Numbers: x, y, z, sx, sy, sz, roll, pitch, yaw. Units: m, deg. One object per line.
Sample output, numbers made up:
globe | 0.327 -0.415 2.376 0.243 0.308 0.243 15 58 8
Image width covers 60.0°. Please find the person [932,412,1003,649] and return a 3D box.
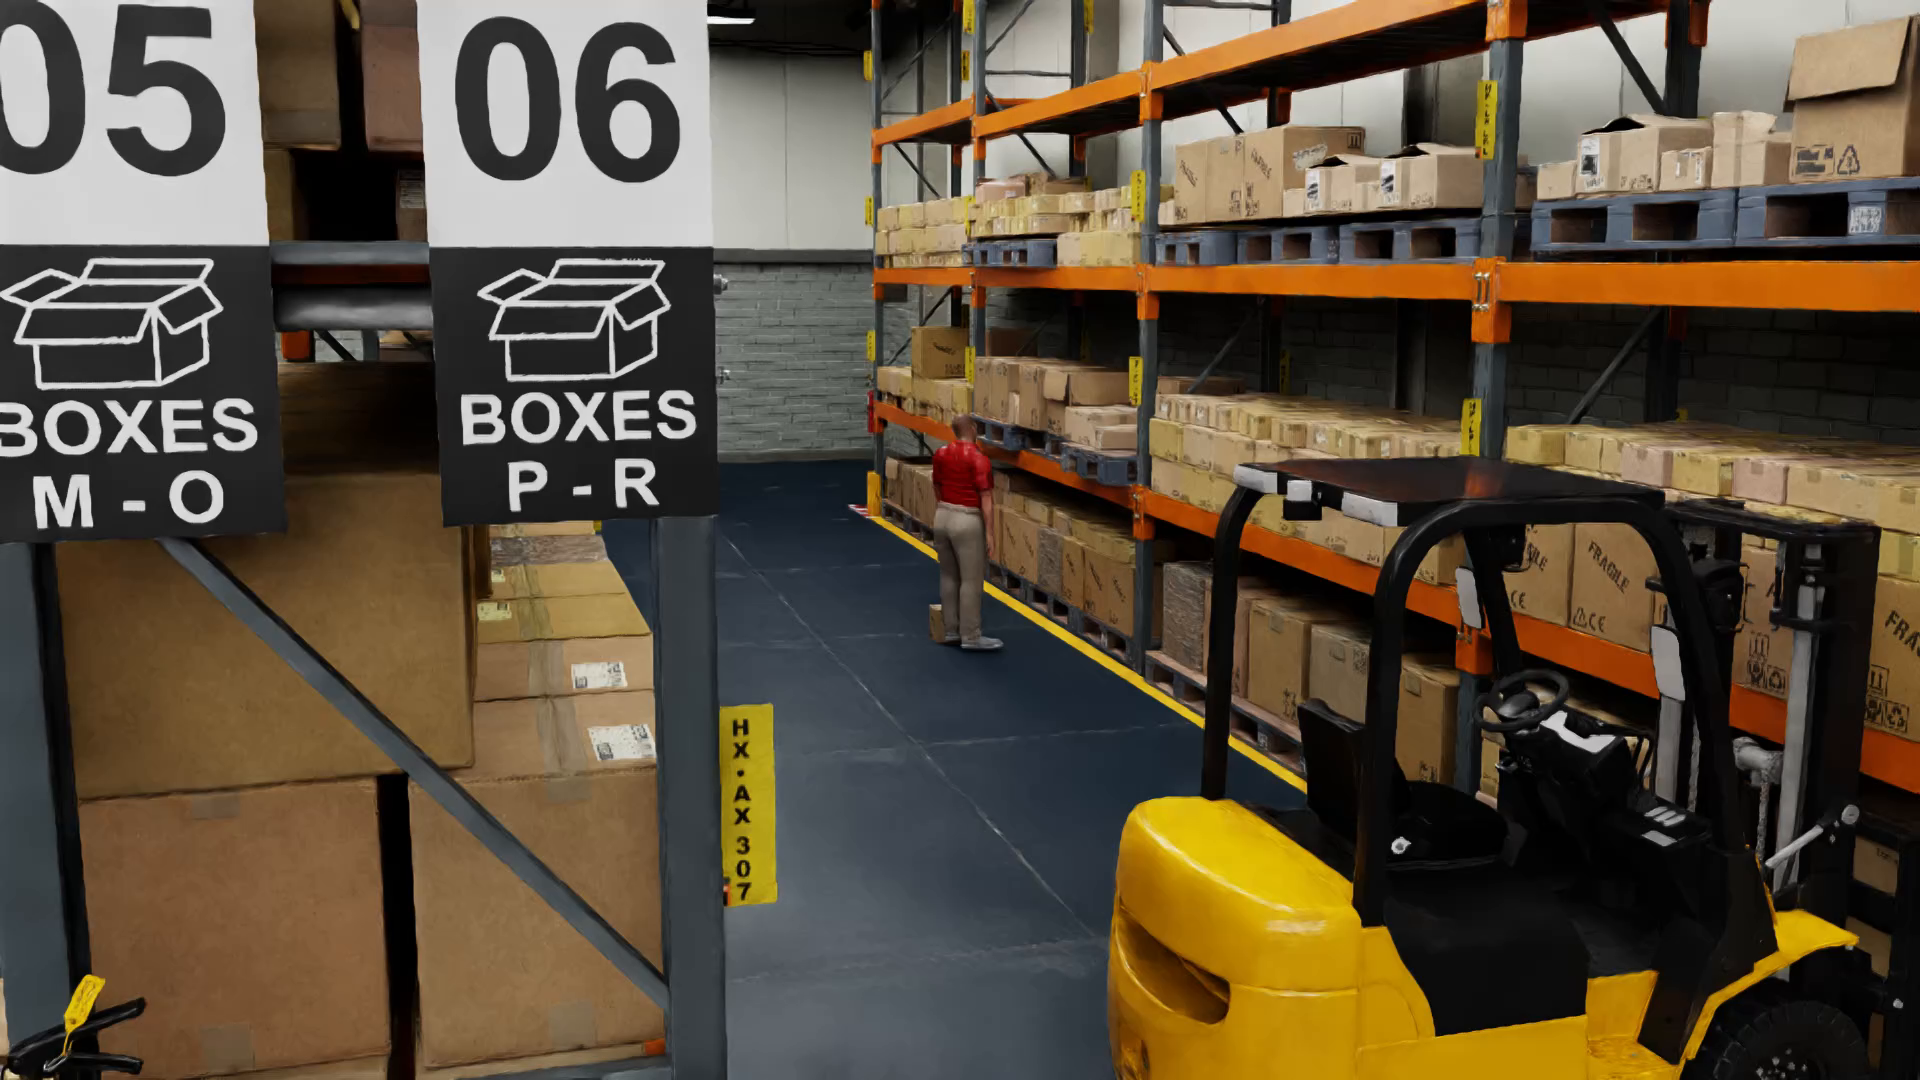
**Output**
person | 0.081 -0.076 12.255 0.596 1.737 0.477 8 12 39
